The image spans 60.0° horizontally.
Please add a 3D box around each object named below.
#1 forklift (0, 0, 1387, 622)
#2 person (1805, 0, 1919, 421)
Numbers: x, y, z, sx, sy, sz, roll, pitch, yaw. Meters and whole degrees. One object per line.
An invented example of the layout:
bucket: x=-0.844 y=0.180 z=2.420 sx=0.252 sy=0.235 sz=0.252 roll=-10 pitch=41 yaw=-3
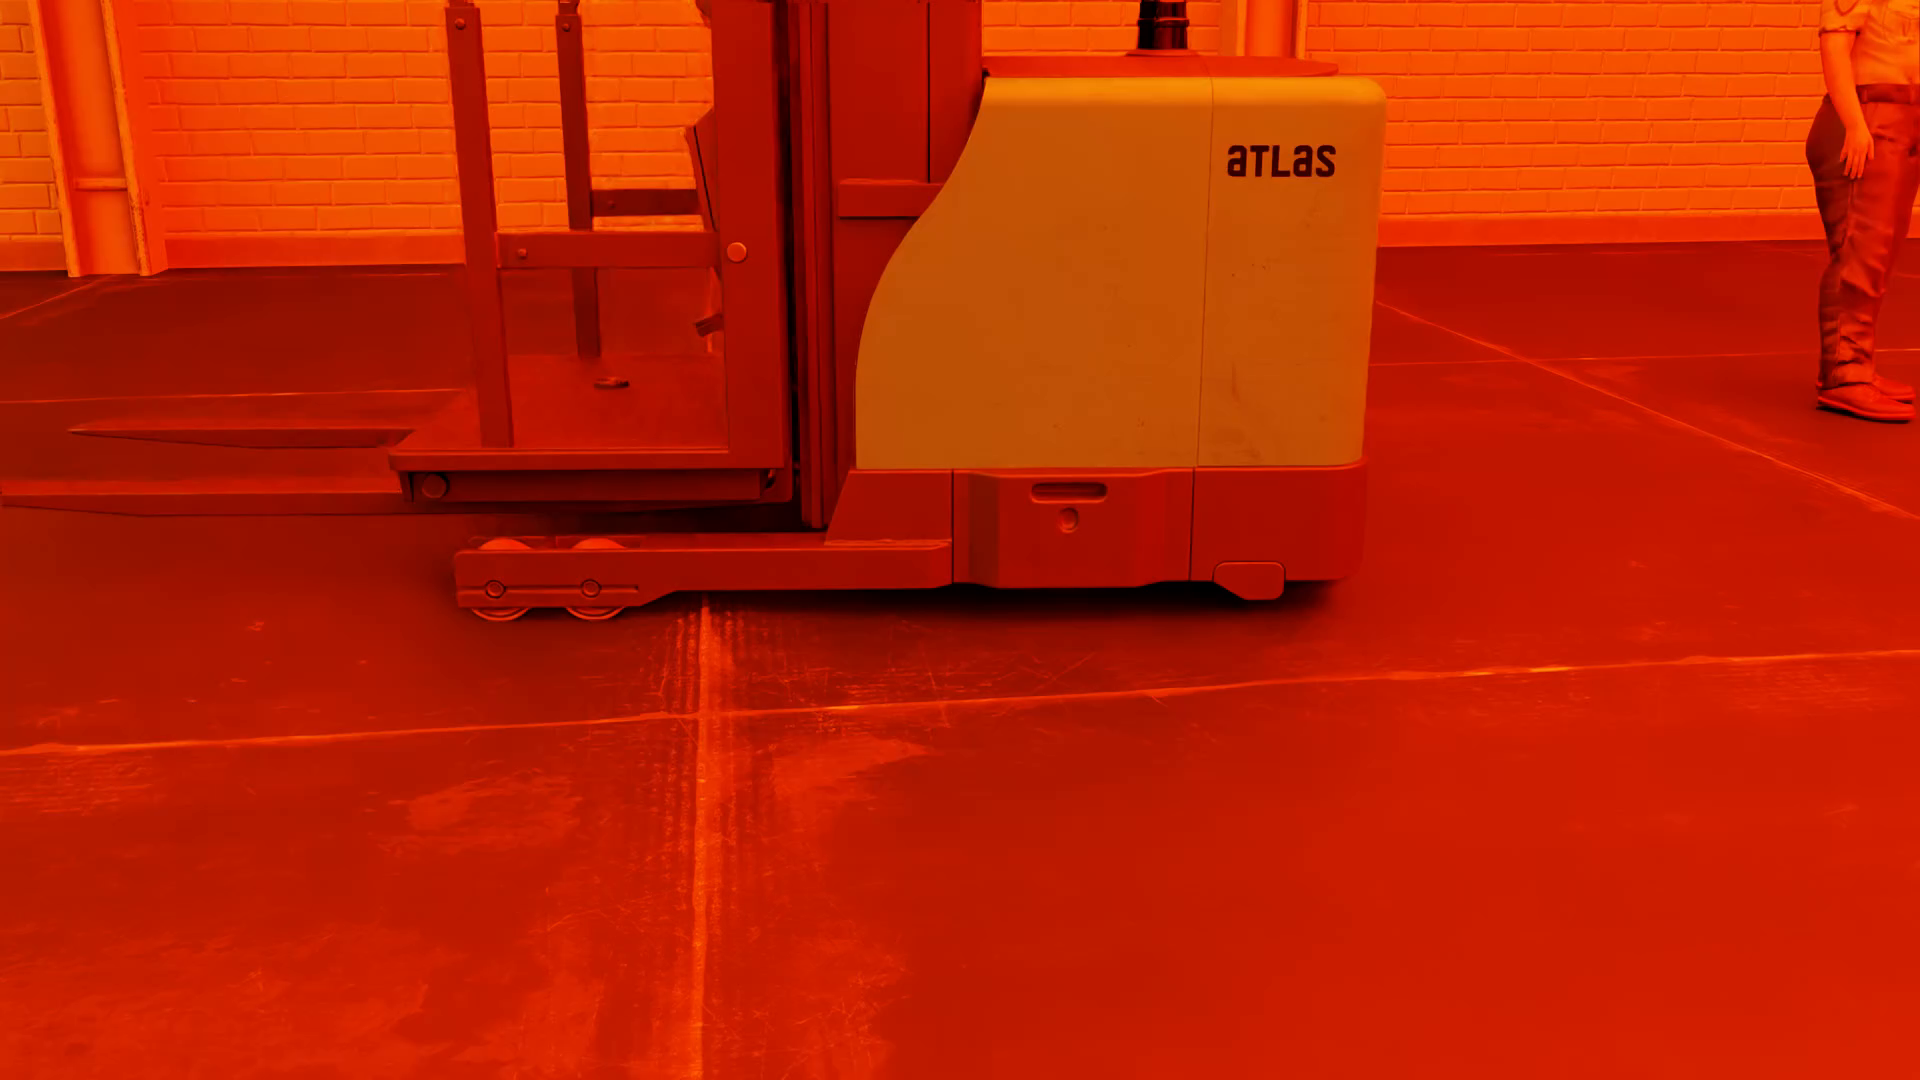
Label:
forklift: x=-0.676 y=-1.391 z=3.502 sx=3.031 sy=2.935 sz=1.130 roll=0 pitch=17 yaw=-1
person: x=2.962 y=-1.253 z=5.249 sx=0.598 sy=1.652 sz=0.491 roll=-16 pitch=23 yaw=-42
